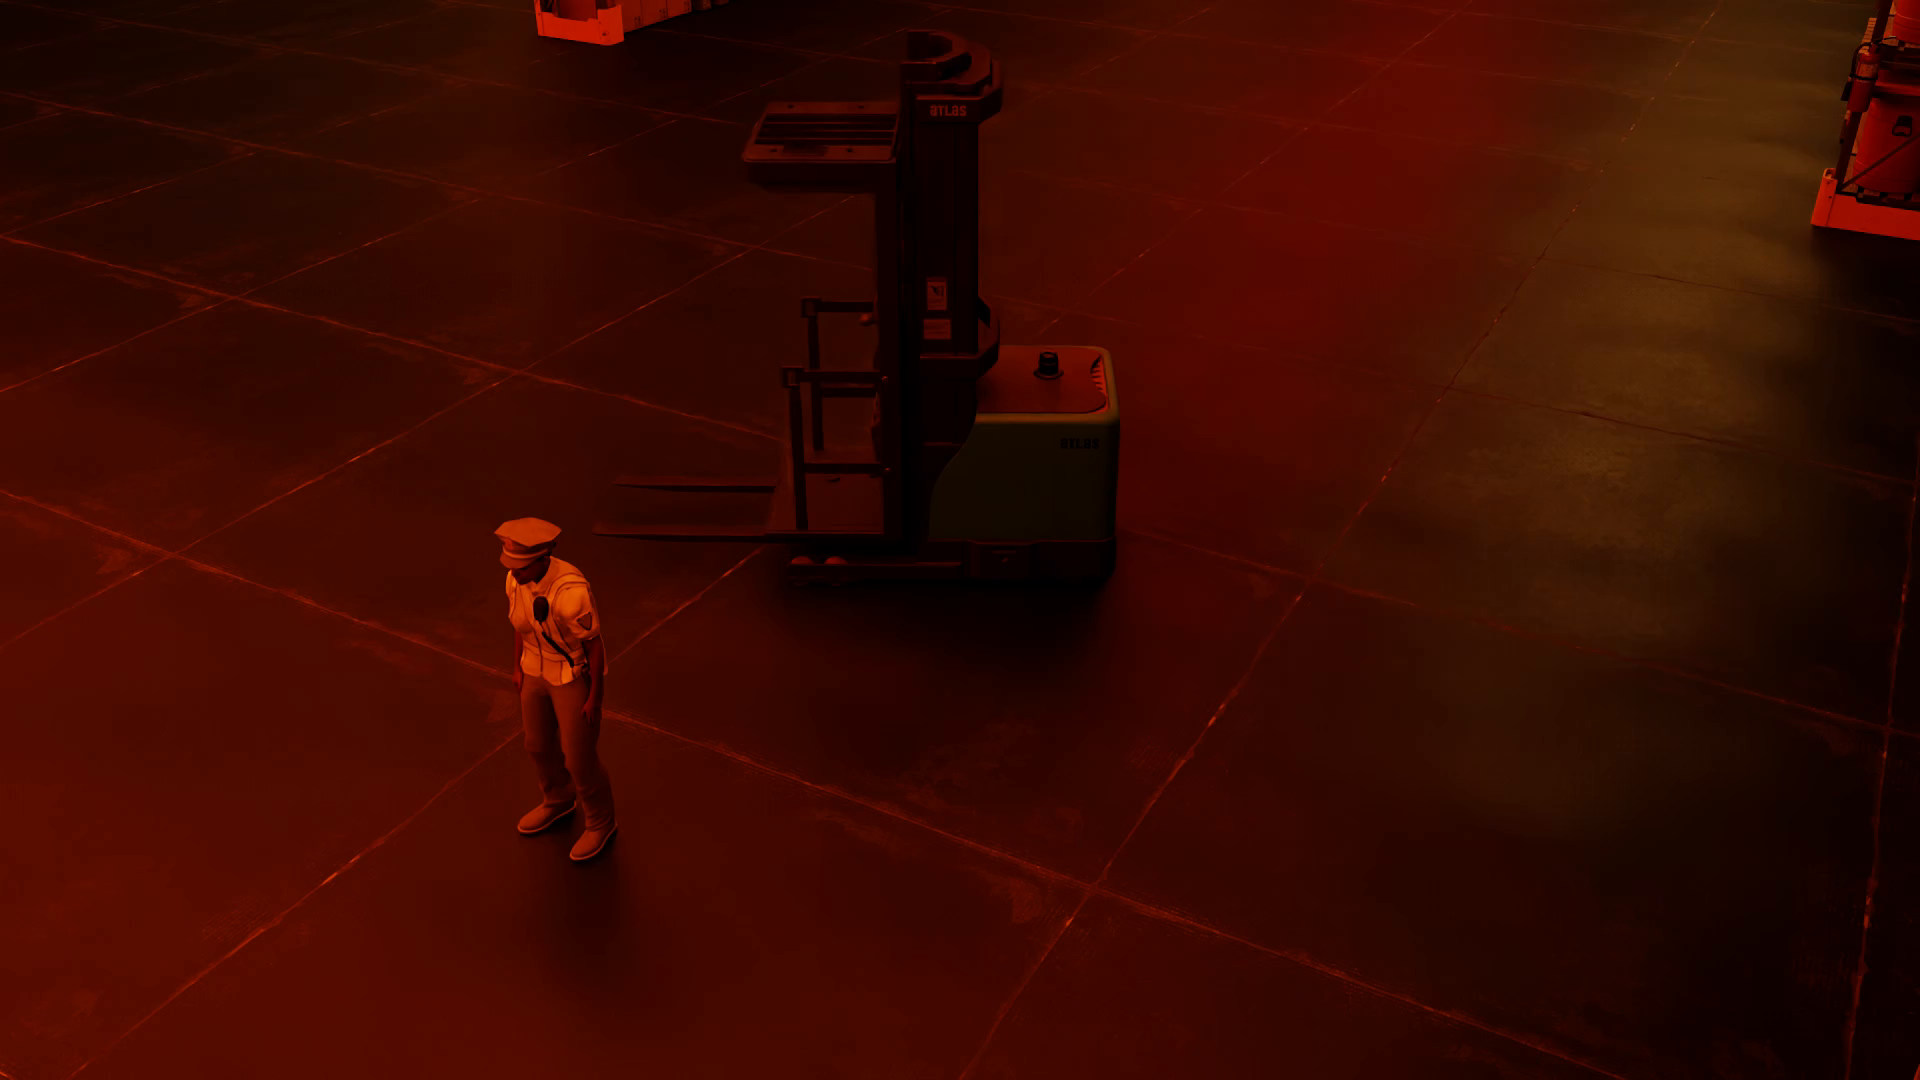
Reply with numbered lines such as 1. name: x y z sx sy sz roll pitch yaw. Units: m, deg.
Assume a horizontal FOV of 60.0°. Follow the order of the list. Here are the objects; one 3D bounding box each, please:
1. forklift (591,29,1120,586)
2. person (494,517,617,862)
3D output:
1. forklift: -0.618 -1.268 9.268 3.031 2.935 1.130 1 30 1
2. person: -1.761 0.624 7.268 0.505 1.657 0.394 18 35 28
